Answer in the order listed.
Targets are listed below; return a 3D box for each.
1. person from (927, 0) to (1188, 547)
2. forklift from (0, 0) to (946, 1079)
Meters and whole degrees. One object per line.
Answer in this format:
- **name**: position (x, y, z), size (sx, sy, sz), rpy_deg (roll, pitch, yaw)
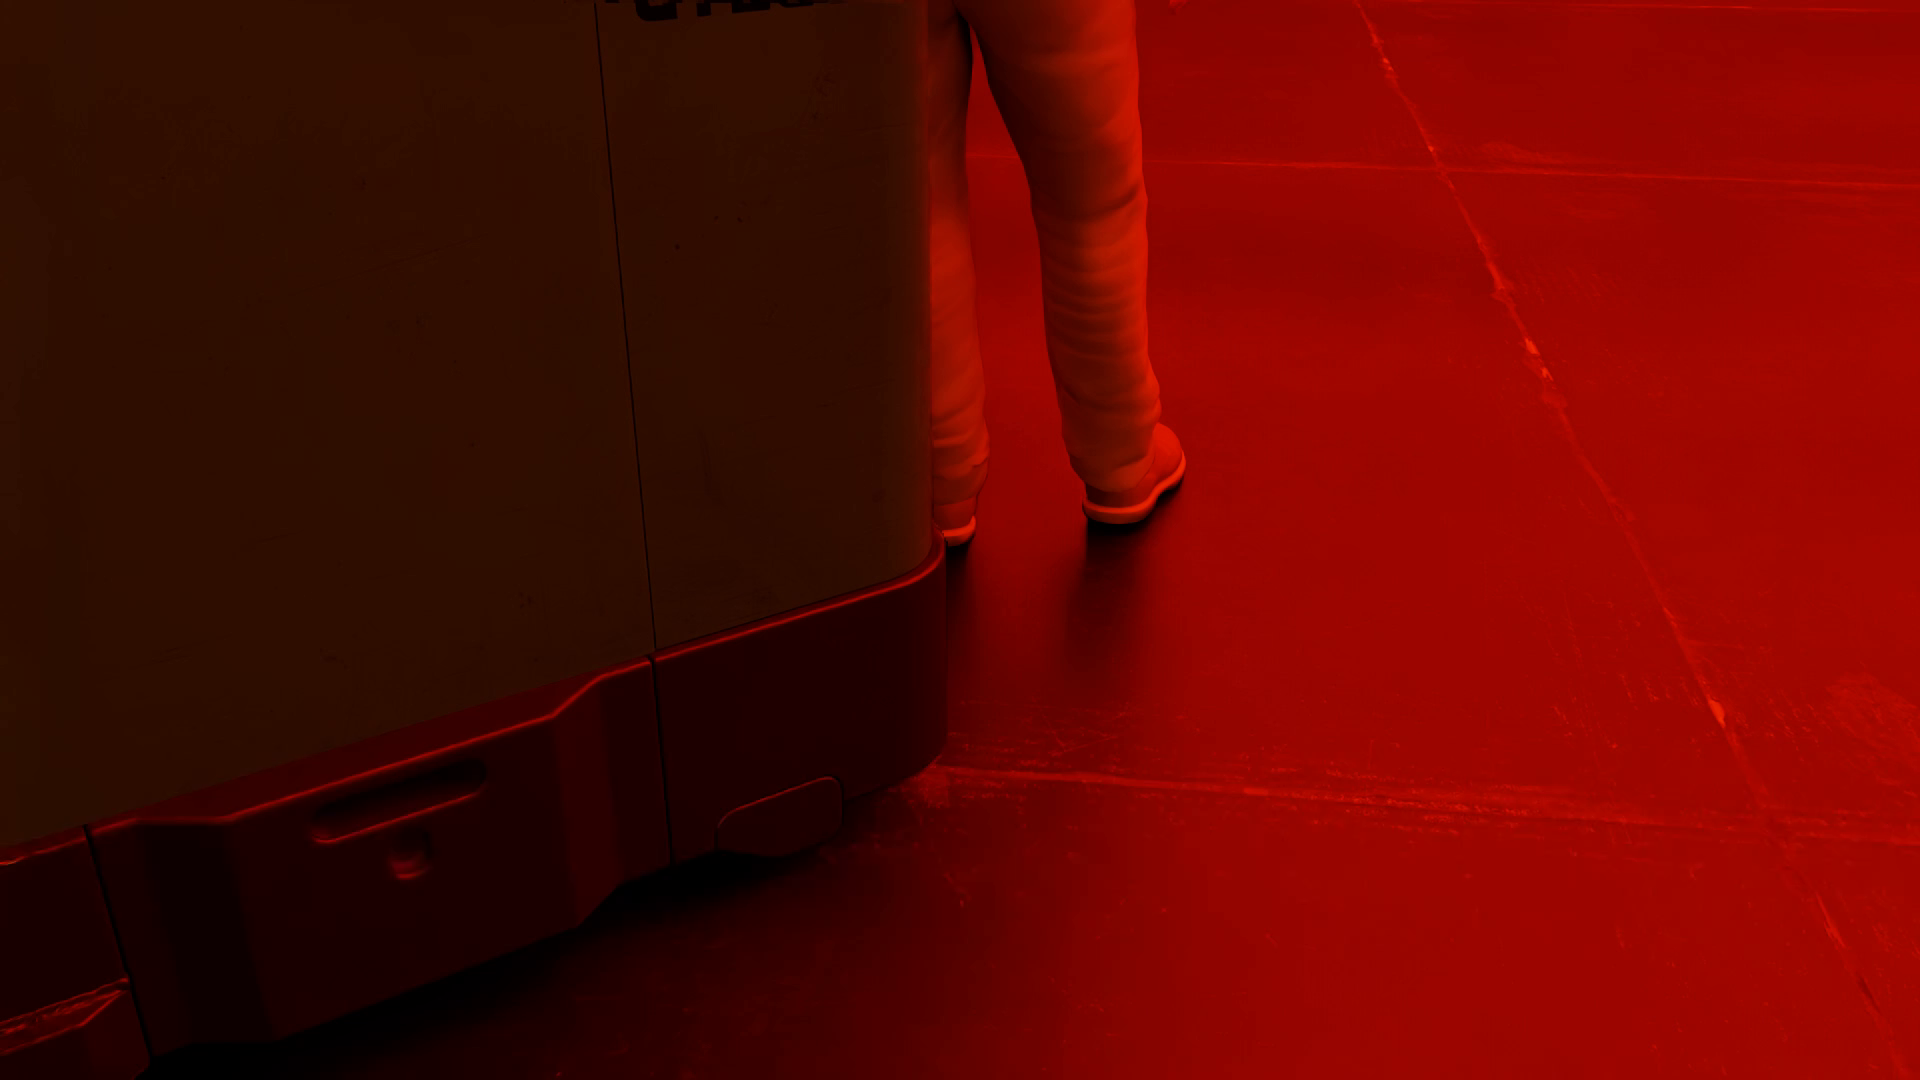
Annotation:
- **person**: position (0.023, -0.837, 2.166), size (0.640, 1.781, 0.575), rpy_deg (3, 27, 7)
- **forklift**: position (-1.527, -0.834, 0.887), size (3.031, 2.935, 1.130), rpy_deg (-16, 31, -30)
